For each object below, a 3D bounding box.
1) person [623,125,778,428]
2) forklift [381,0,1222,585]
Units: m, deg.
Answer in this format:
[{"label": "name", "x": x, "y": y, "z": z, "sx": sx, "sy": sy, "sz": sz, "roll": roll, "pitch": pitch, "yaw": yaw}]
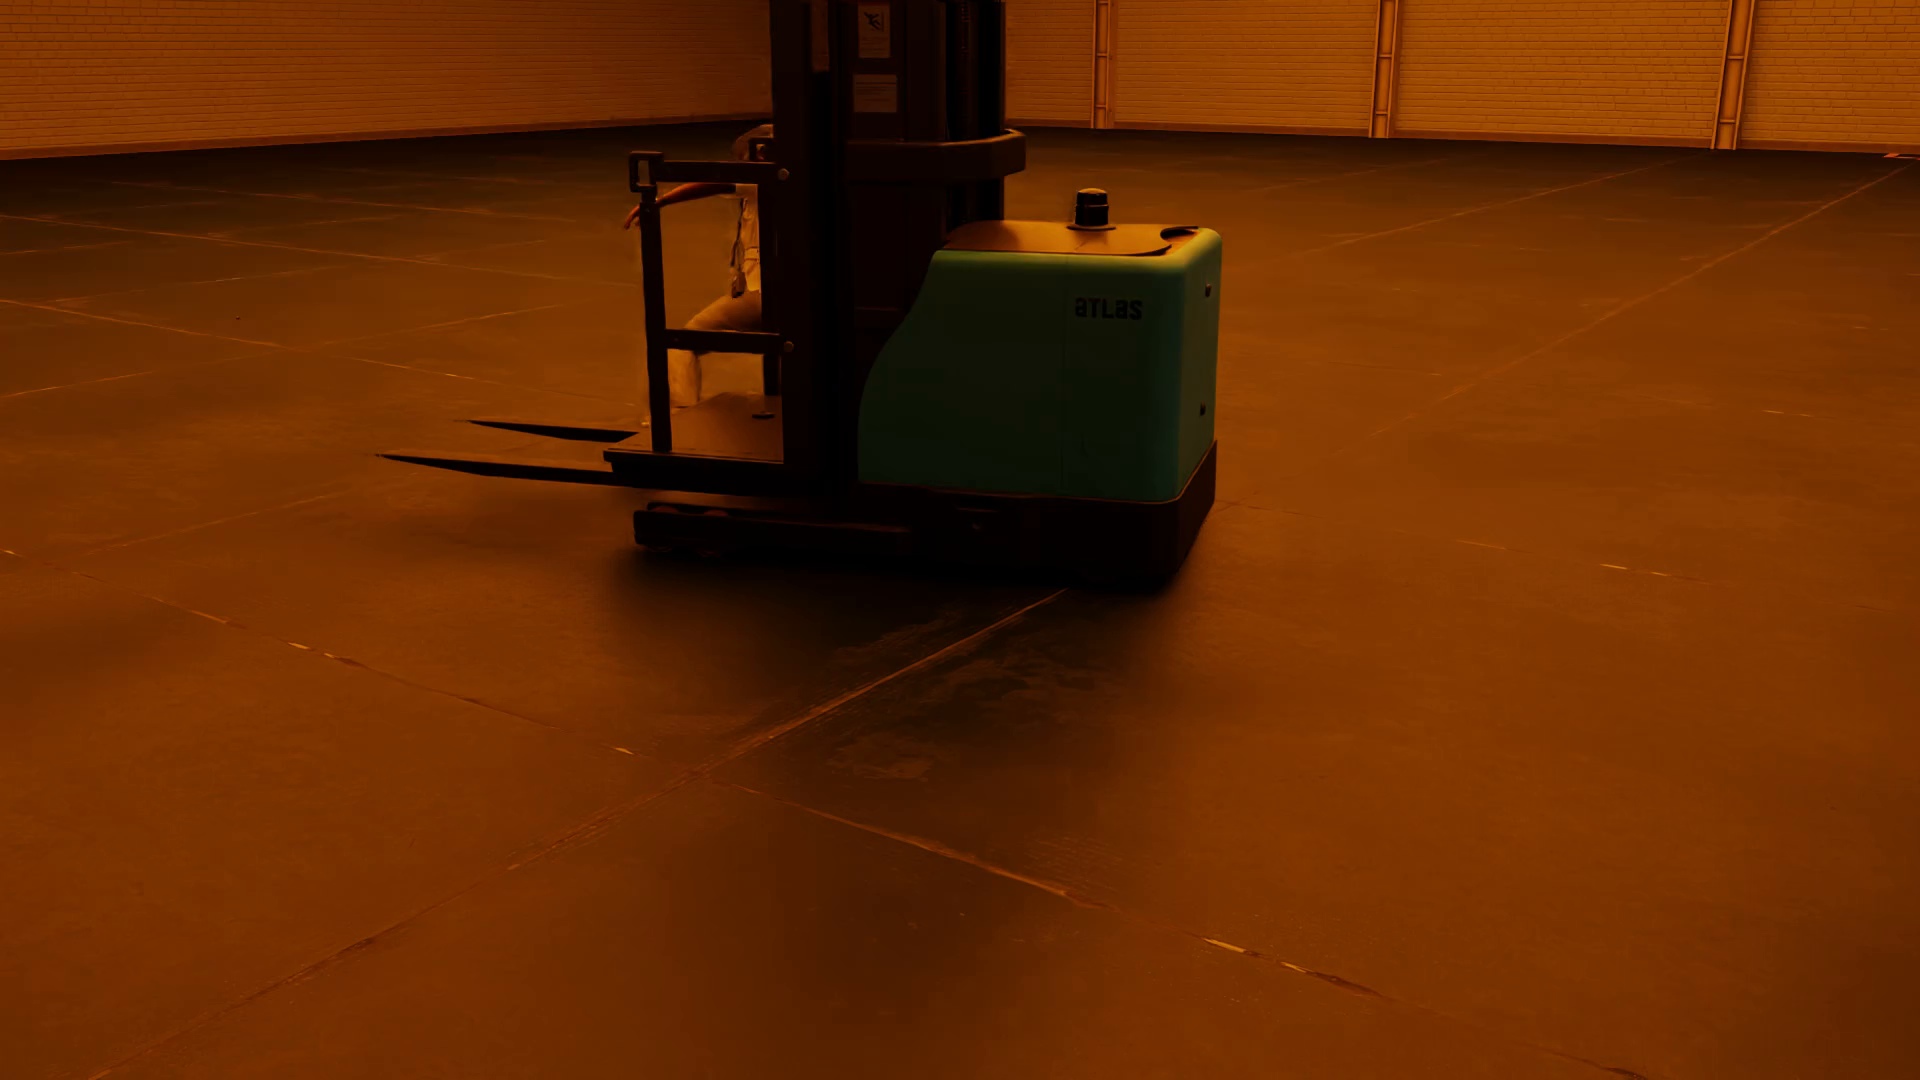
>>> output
[{"label": "person", "x": -0.862, "y": -1.014, "z": 6.950, "sx": 1.172, "sy": 1.390, "sz": 0.724, "roll": -11, "pitch": 20, "yaw": -31}, {"label": "forklift", "x": -0.630, "y": -1.481, "z": 5.784, "sx": 3.031, "sy": 2.935, "sz": 1.130, "roll": 5, "pitch": 17, "yaw": 16}]
